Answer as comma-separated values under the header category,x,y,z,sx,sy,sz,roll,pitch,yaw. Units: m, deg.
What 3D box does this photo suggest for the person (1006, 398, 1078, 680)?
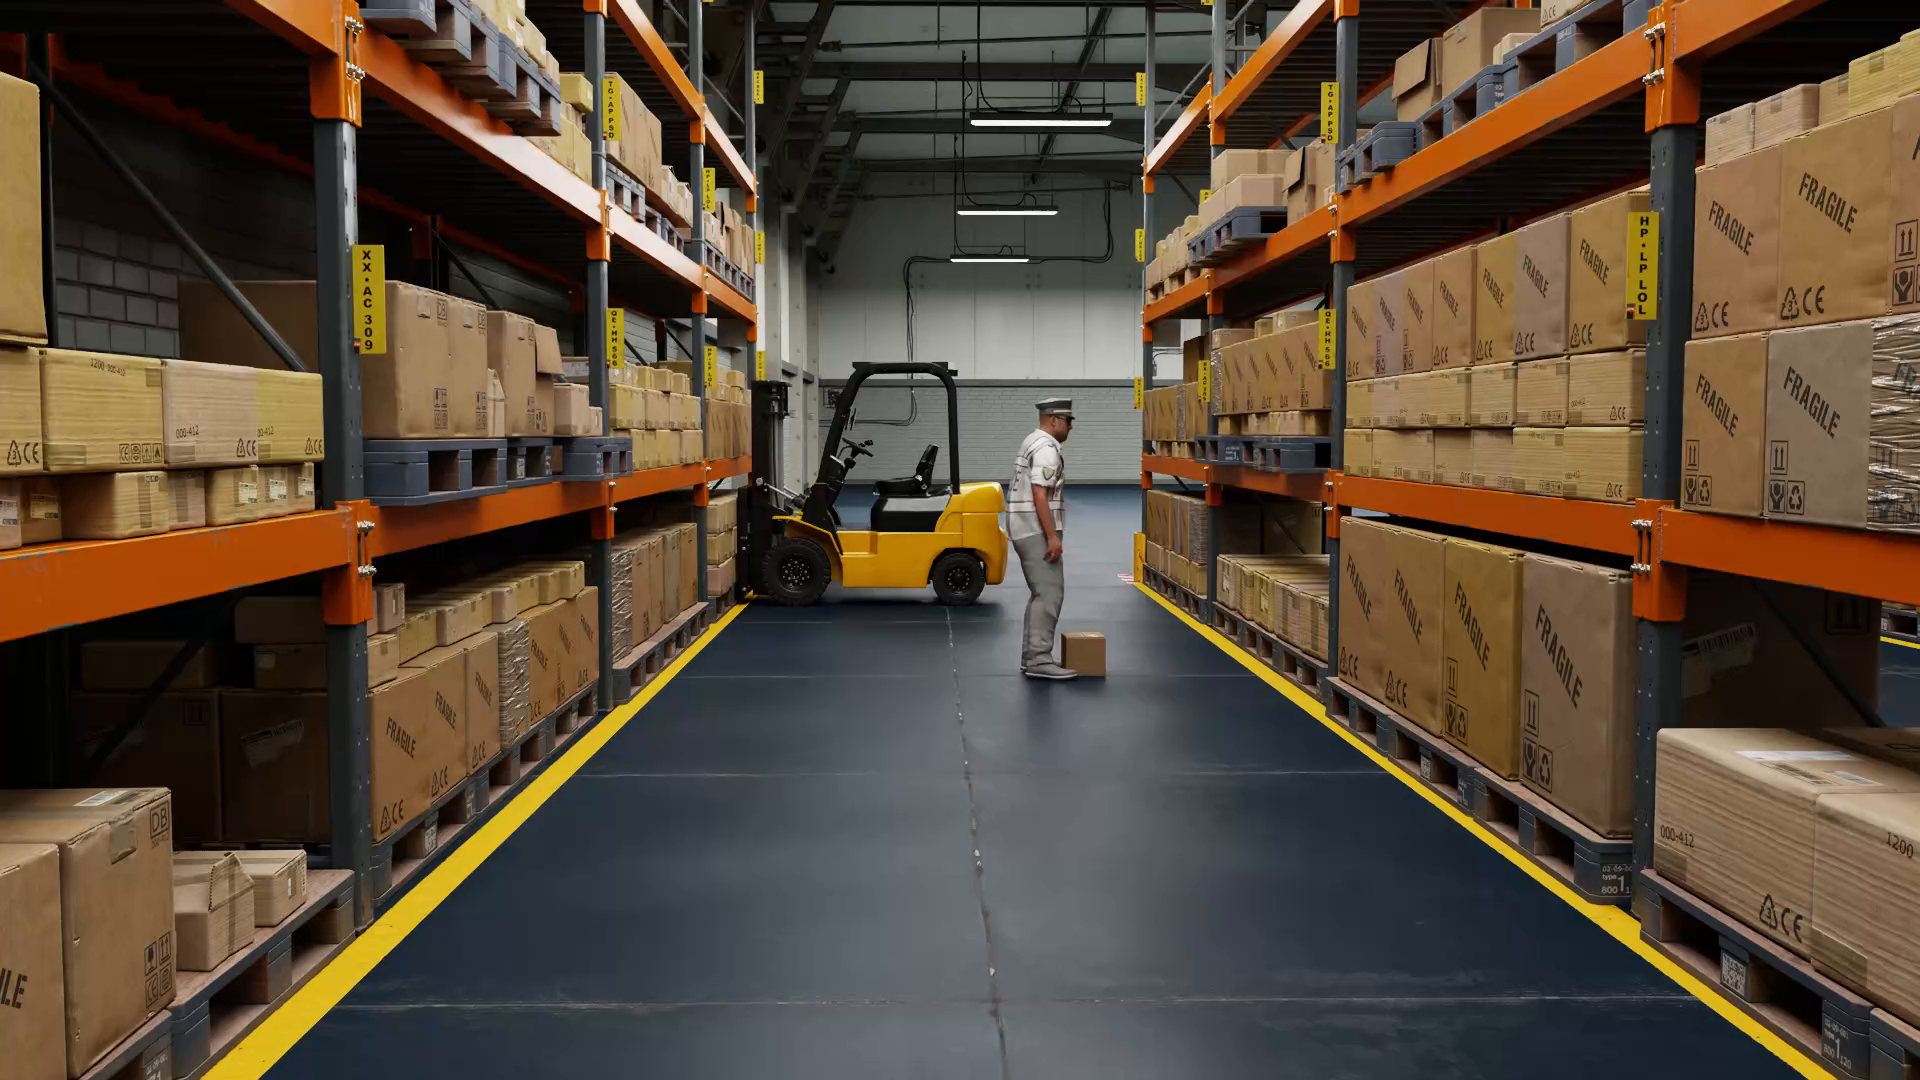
category,x,y,z,sx,sy,sz,roll,pitch,yaw
person,0.512,-0.022,10.503,0.435,1.748,0.593,0,4,-2
